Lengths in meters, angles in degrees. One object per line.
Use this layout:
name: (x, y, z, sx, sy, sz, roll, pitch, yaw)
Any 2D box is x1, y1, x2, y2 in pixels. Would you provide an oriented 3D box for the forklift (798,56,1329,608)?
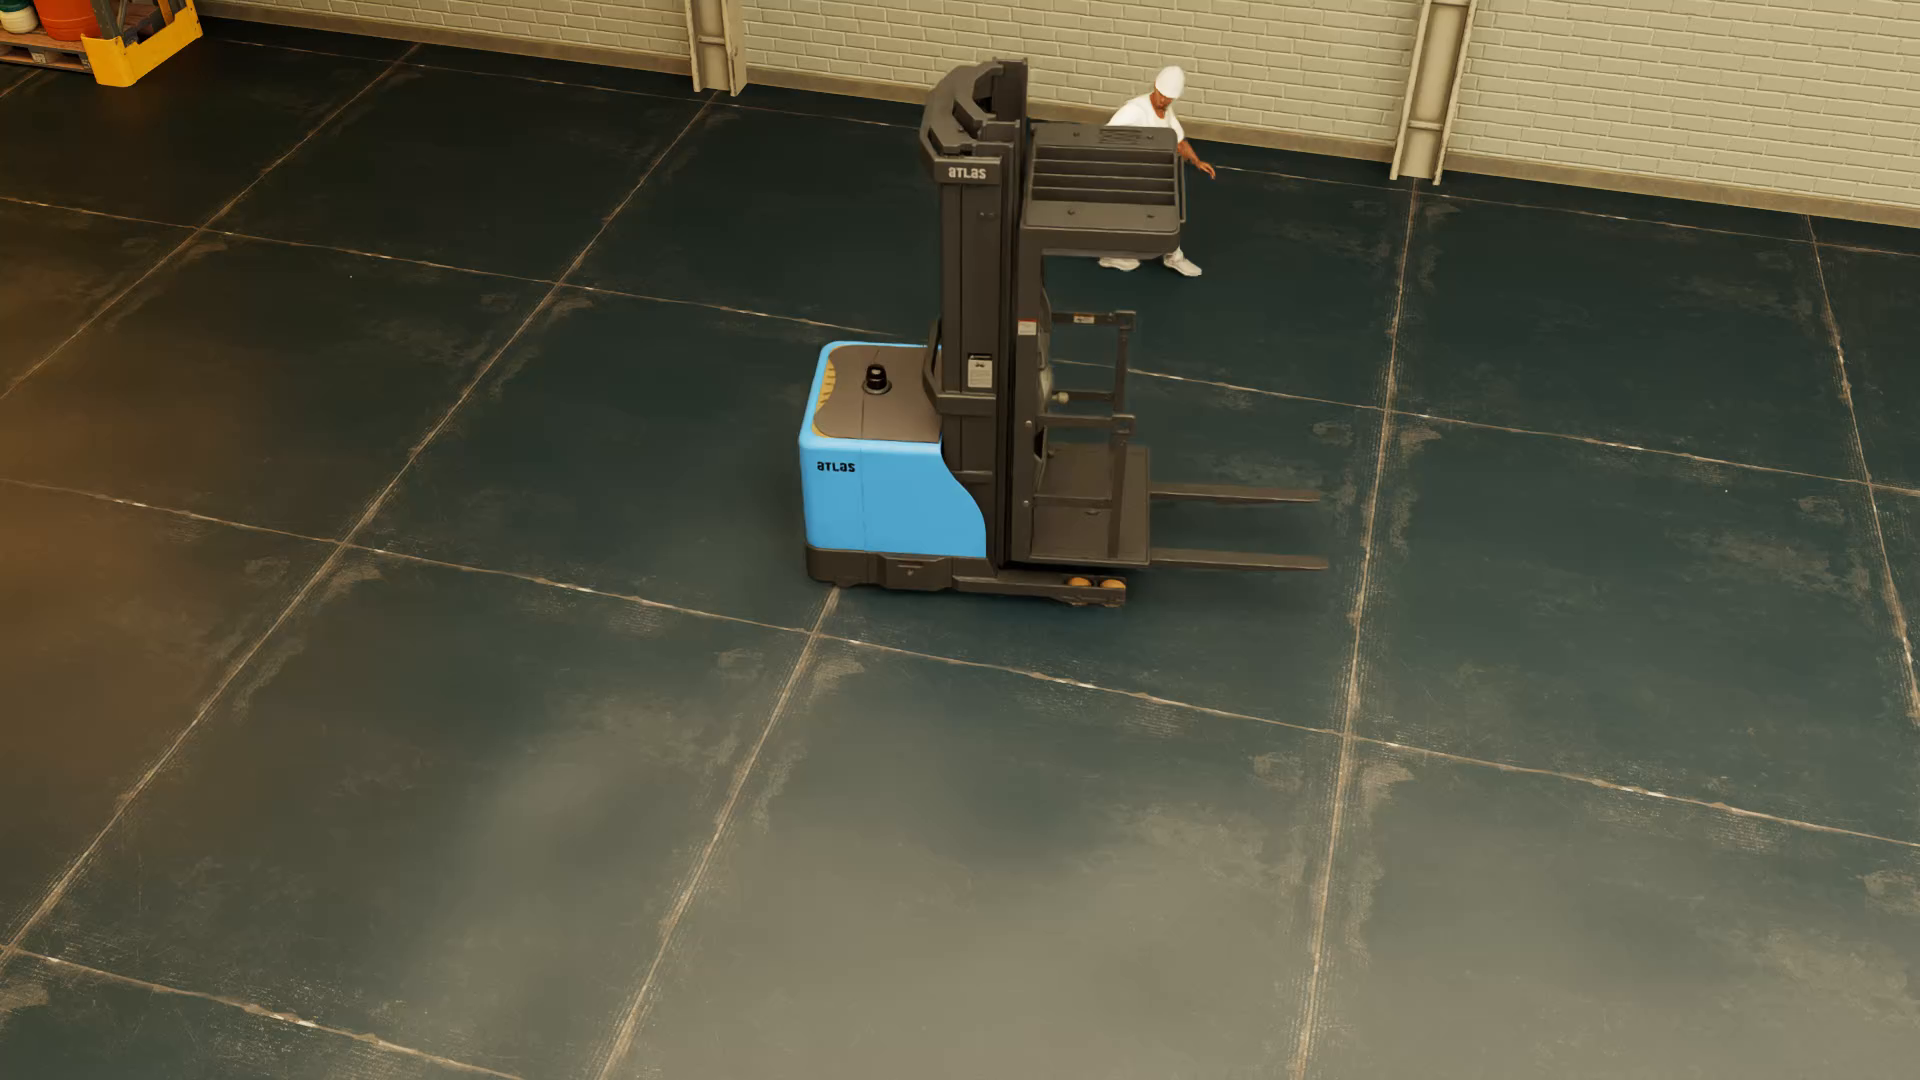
forklift: (0.641, -1.078, 9.092, 3.031, 2.935, 1.130, 3, 41, 4)

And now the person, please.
person: (1.387, -2.529, 11.766, 0.804, 1.586, 0.816, 13, 43, 15)
